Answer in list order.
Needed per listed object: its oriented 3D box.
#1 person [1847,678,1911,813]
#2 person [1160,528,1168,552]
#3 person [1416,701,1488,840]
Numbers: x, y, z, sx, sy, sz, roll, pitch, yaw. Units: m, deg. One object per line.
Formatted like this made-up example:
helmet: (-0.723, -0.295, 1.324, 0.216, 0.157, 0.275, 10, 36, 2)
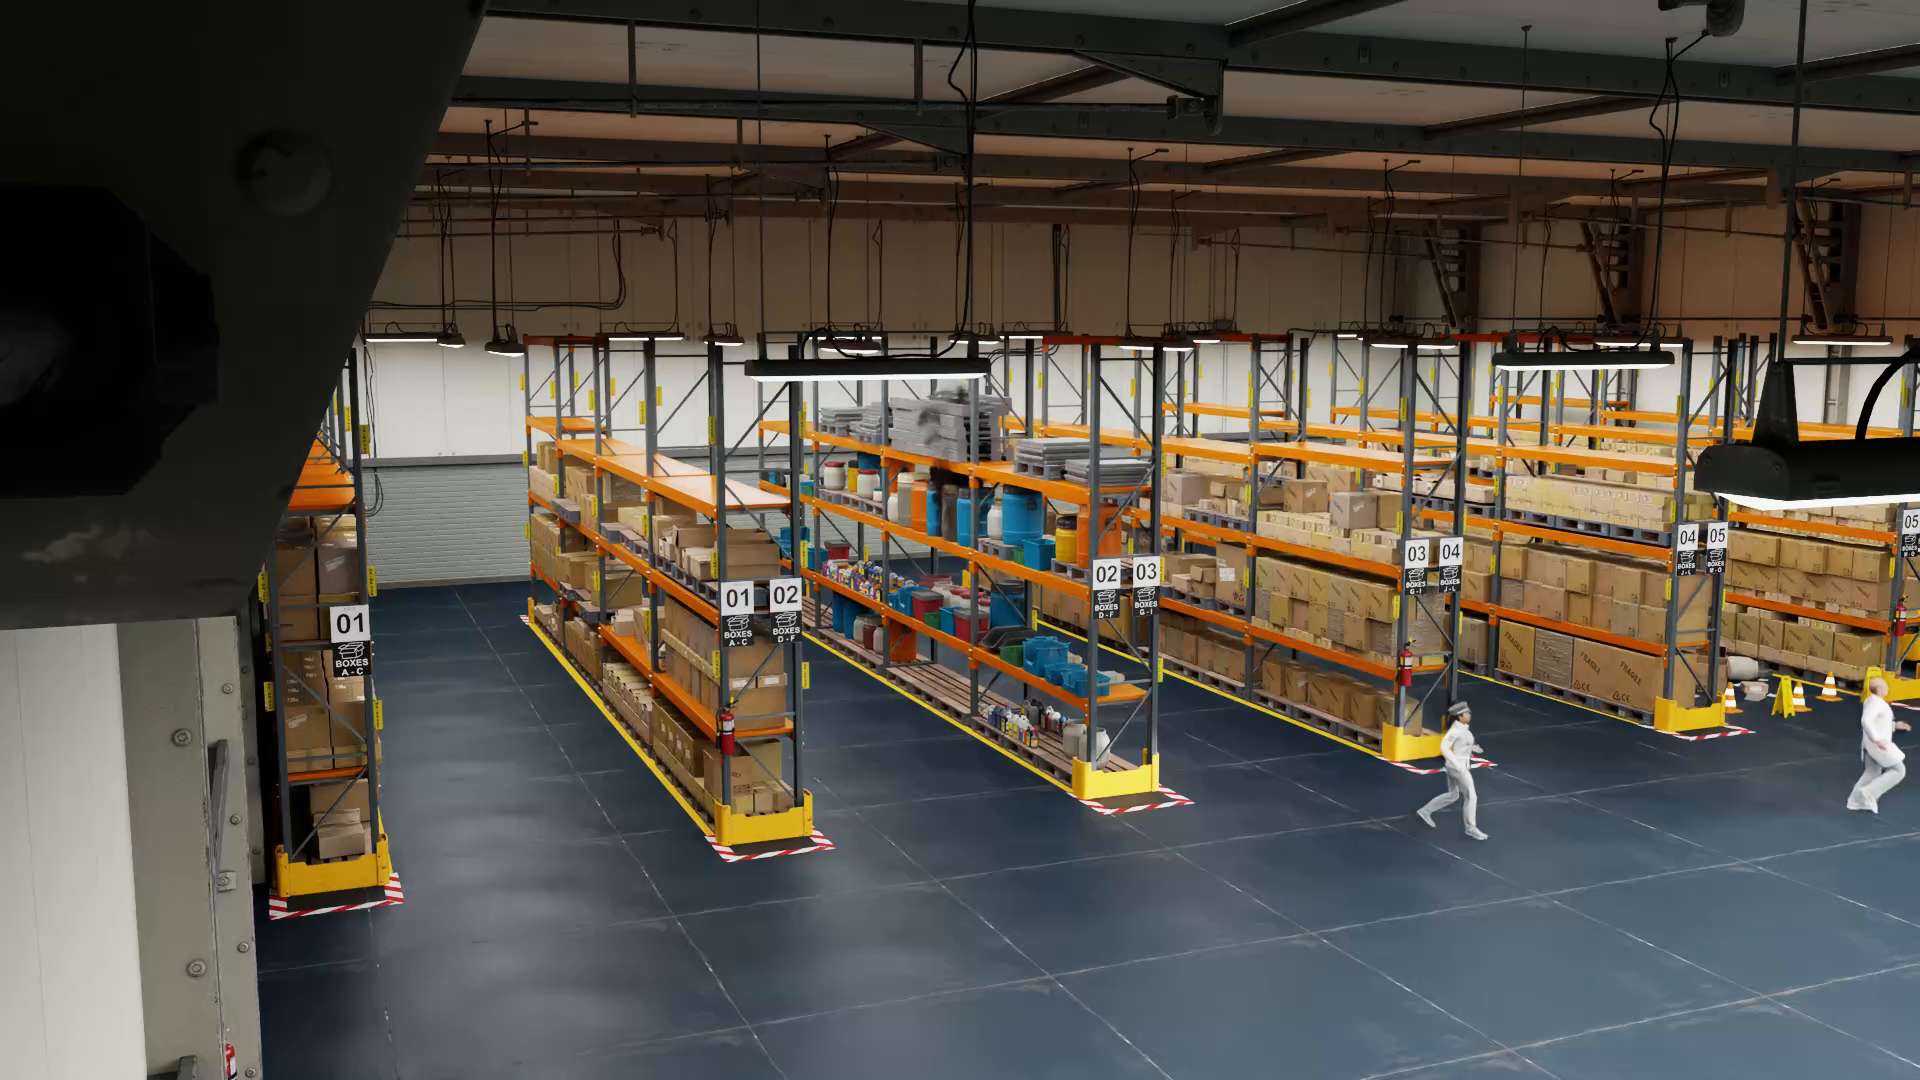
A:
person: (11.803, 2.674, 21.309, 0.691, 1.650, 0.691, 2, 8, 13)
person: (4.500, 0.513, 37.786, 0.599, 1.630, 0.589, -3, 8, -22)
person: (6.068, 2.798, 20.373, 0.842, 1.710, 0.603, 2, 8, 14)
